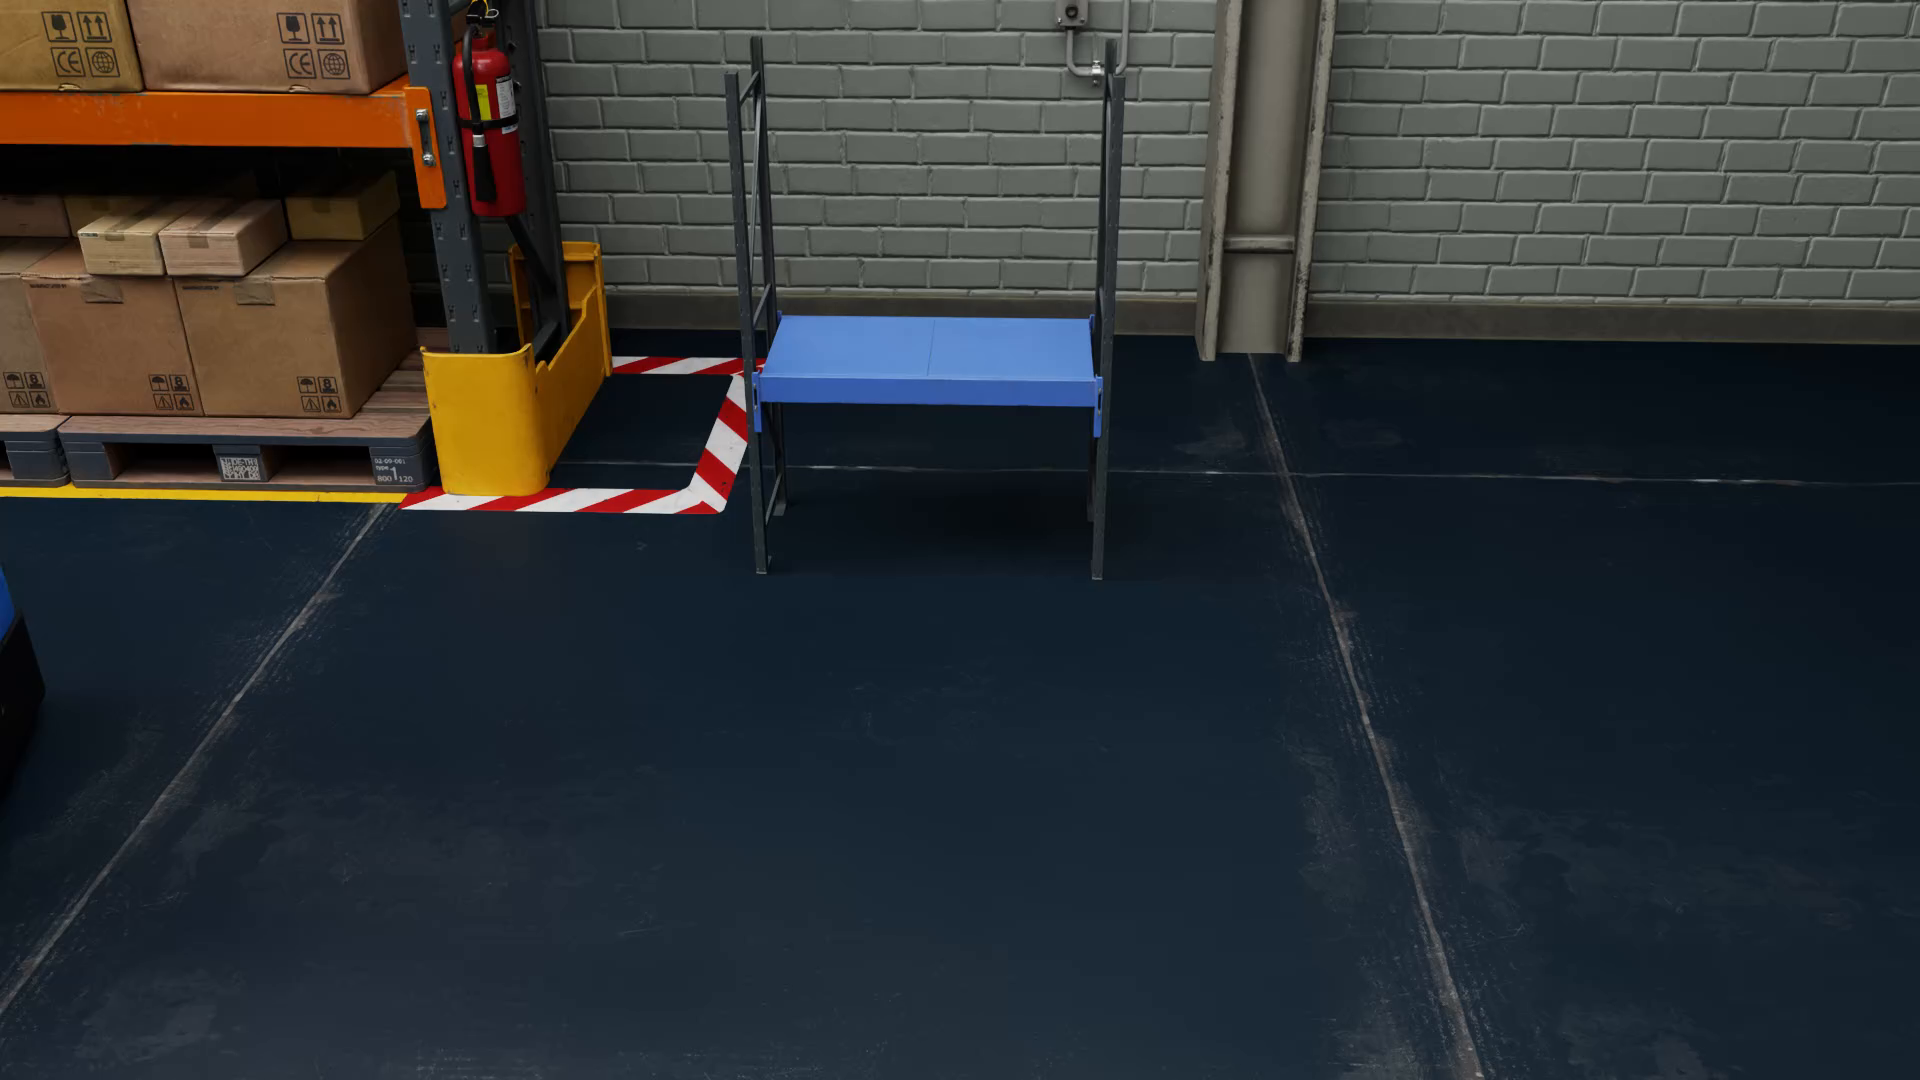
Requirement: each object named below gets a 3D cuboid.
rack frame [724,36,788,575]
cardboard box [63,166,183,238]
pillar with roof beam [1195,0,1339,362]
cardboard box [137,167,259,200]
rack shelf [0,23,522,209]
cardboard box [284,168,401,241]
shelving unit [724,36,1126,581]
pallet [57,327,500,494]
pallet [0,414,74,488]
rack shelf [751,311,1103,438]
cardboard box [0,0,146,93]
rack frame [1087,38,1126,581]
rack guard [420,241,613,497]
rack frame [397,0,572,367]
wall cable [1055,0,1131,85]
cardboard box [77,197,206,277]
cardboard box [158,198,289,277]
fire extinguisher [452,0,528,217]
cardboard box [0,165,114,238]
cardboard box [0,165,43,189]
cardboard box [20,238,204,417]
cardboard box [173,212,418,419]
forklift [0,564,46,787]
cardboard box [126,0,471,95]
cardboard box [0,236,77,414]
[{"bbox_3d":[-0.593,-0.672,4.917,0.032,1.500,0.500,1,28,2],"label":"rack frame"},{"bbox_3d":[-2.897,-1.182,5.805,0.250,0.149,0.380,1,28,2],"label":"cardboard box"},{"bbox_3d":[1.007,-2.741,0.813,0.400,9.000,9.100,1,28,2],"label":"pillar with roof beam"},{"bbox_3d":[-2.647,-1.177,5.796,0.250,0.149,0.380,1,28,2],"label":"cardboard box"},{"bbox_3d":[-3.569,-1.461,5.571,4.000,0.370,1.077,1,28,2],"label":"rack shelf"},{"bbox_3d":[-2.141,-1.169,5.781,0.250,0.149,0.380,1,28,2],"label":"cardboard box"},{"bbox_3d":[-0.085,-0.664,4.901,1.048,1.500,0.538,1,28,2],"label":"shelving unit"},{"bbox_3d":[-2.372,-0.490,5.949,1.213,0.211,1.003,1,28,2],"label":"pallet"},{"bbox_3d":[-3.588,-0.511,5.989,1.213,0.211,1.003,1,28,2],"label":"pallet"},{"bbox_3d":[-0.085,-0.505,4.986,1.000,0.185,0.538,1,28,2],"label":"rack shelf"},{"bbox_3d":[-2.807,-1.889,5.290,0.700,0.700,0.980,1,28,1],"label":"cardboard box"},{"bbox_3d":[0.423,-0.656,4.886,0.032,1.500,0.500,1,28,2],"label":"rack frame"},{"bbox_3d":[-1.546,-0.641,5.925,0.348,0.500,1.175,1,28,2],"label":"rack guard"},{"bbox_3d":[-1.570,-1.745,5.340,0.127,3.000,1.000,1,28,2],"label":"rack frame"},{"bbox_3d":[-0.257,-2.616,5.897,1.851,1.984,0.084,1,28,2],"label":"wall cable"},{"bbox_3d":[-2.663,-0.999,5.459,0.250,0.149,0.380,2,28,3],"label":"cardboard box"},{"bbox_3d":[-2.408,-0.995,5.452,0.250,0.149,0.380,1,28,1],"label":"cardboard box"},{"bbox_3d":[-1.435,-1.328,5.033,0.183,0.674,0.296,1,28,2],"label":"fire extinguisher"},{"bbox_3d":[-3.152,-1.186,5.812,0.250,0.149,0.380,1,28,3],"label":"cardboard box"},{"bbox_3d":[-3.408,-1.190,5.819,0.250,0.149,0.380,1,28,2],"label":"cardboard box"},{"bbox_3d":[-2.773,-0.800,5.776,0.500,0.500,0.700,1,28,2],"label":"cardboard box"},{"bbox_3d":[-2.273,-0.791,5.761,0.500,0.500,0.700,1,28,2],"label":"cardboard box"},{"bbox_3d":[-3.774,-0.482,3.030,3.031,2.935,1.130,-6,28,-11],"label":"forklift"},{"bbox_3d":[-2.080,-1.882,5.277,0.700,0.700,0.980,2,28,4],"label":"cardboard box"},{"bbox_3d":[-3.276,-0.808,5.791,0.500,0.500,0.700,0,28,0],"label":"cardboard box"}]
